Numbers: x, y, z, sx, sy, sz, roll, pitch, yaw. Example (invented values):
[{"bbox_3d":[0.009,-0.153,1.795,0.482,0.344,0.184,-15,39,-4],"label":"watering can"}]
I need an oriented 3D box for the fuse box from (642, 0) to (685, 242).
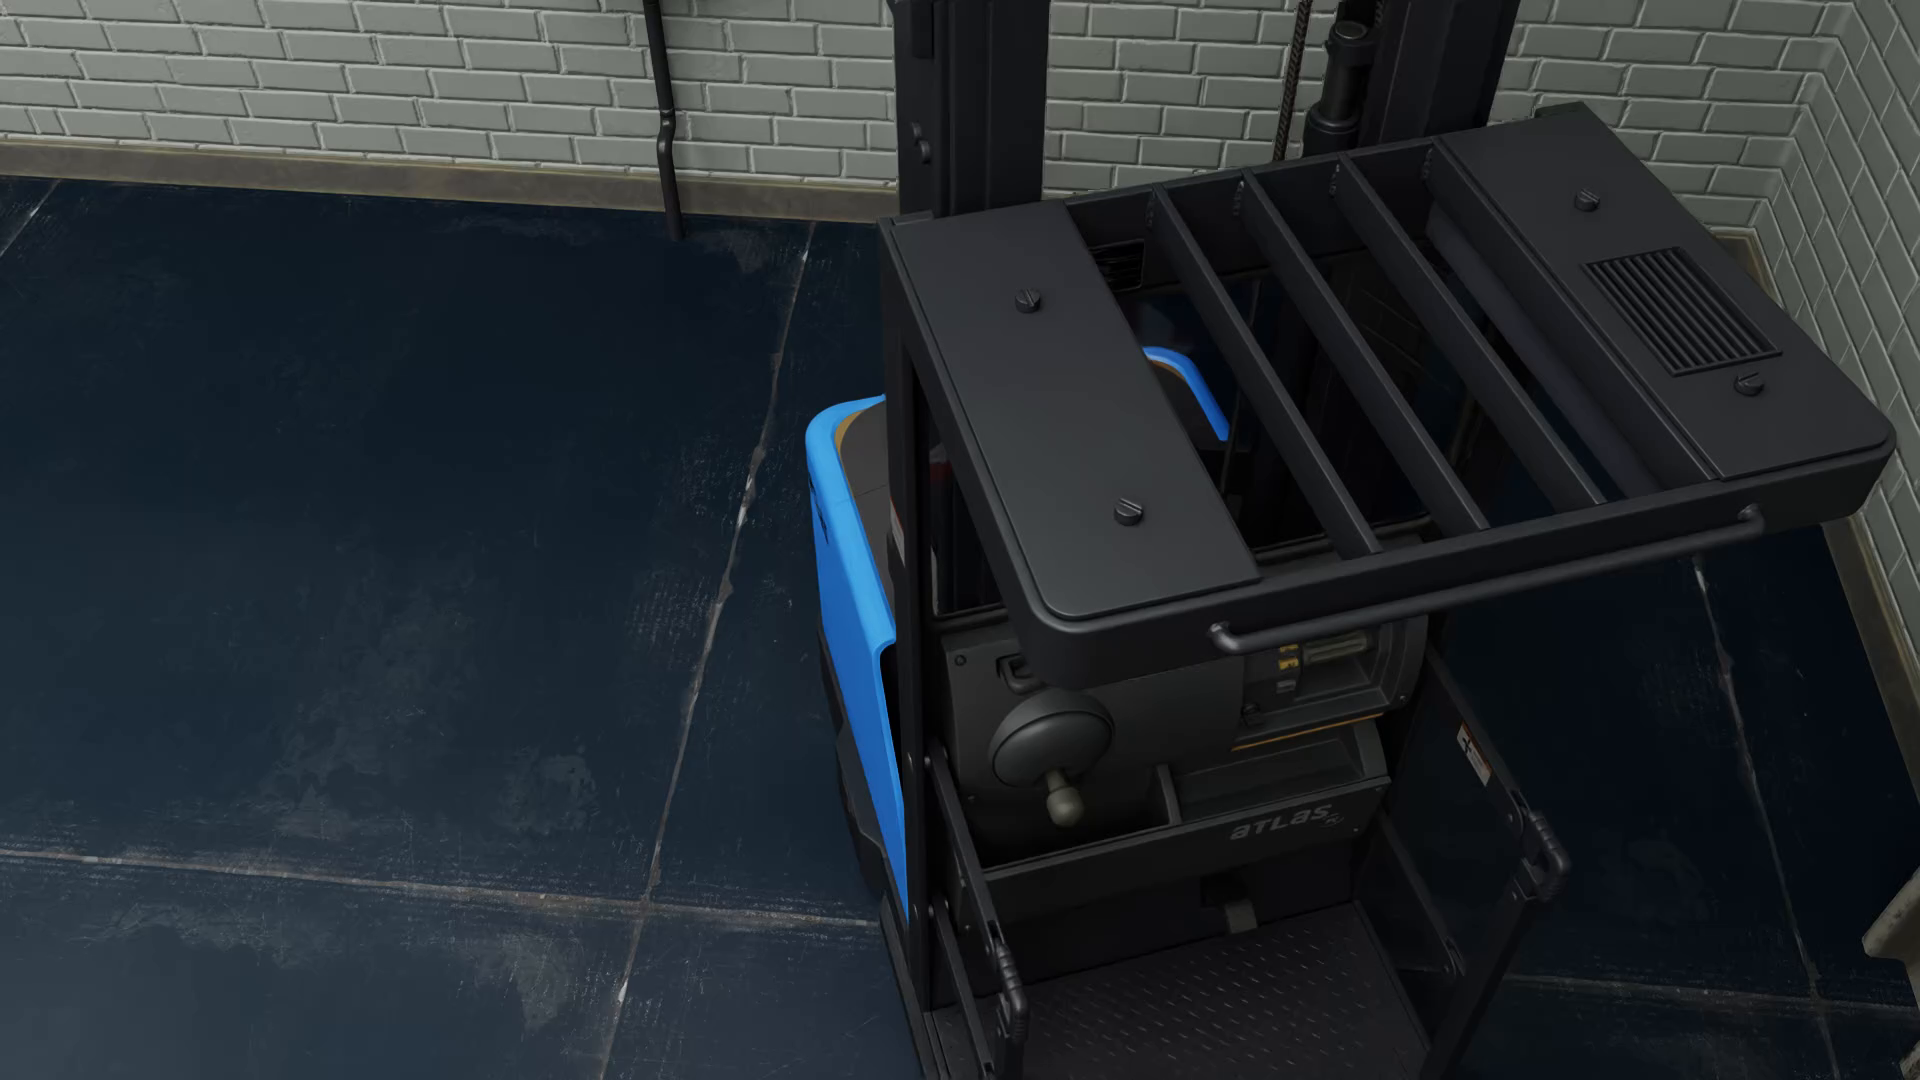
[{"bbox_3d":[-1.046,-1.702,5.647,0.539,1.711,0.414,4,48,4],"label":"fuse box"}]

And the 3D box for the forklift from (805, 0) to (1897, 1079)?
[{"bbox_3d":[0.490,0.363,2.932,1.130,2.935,3.031,-12,49,-10],"label":"forklift"}]
